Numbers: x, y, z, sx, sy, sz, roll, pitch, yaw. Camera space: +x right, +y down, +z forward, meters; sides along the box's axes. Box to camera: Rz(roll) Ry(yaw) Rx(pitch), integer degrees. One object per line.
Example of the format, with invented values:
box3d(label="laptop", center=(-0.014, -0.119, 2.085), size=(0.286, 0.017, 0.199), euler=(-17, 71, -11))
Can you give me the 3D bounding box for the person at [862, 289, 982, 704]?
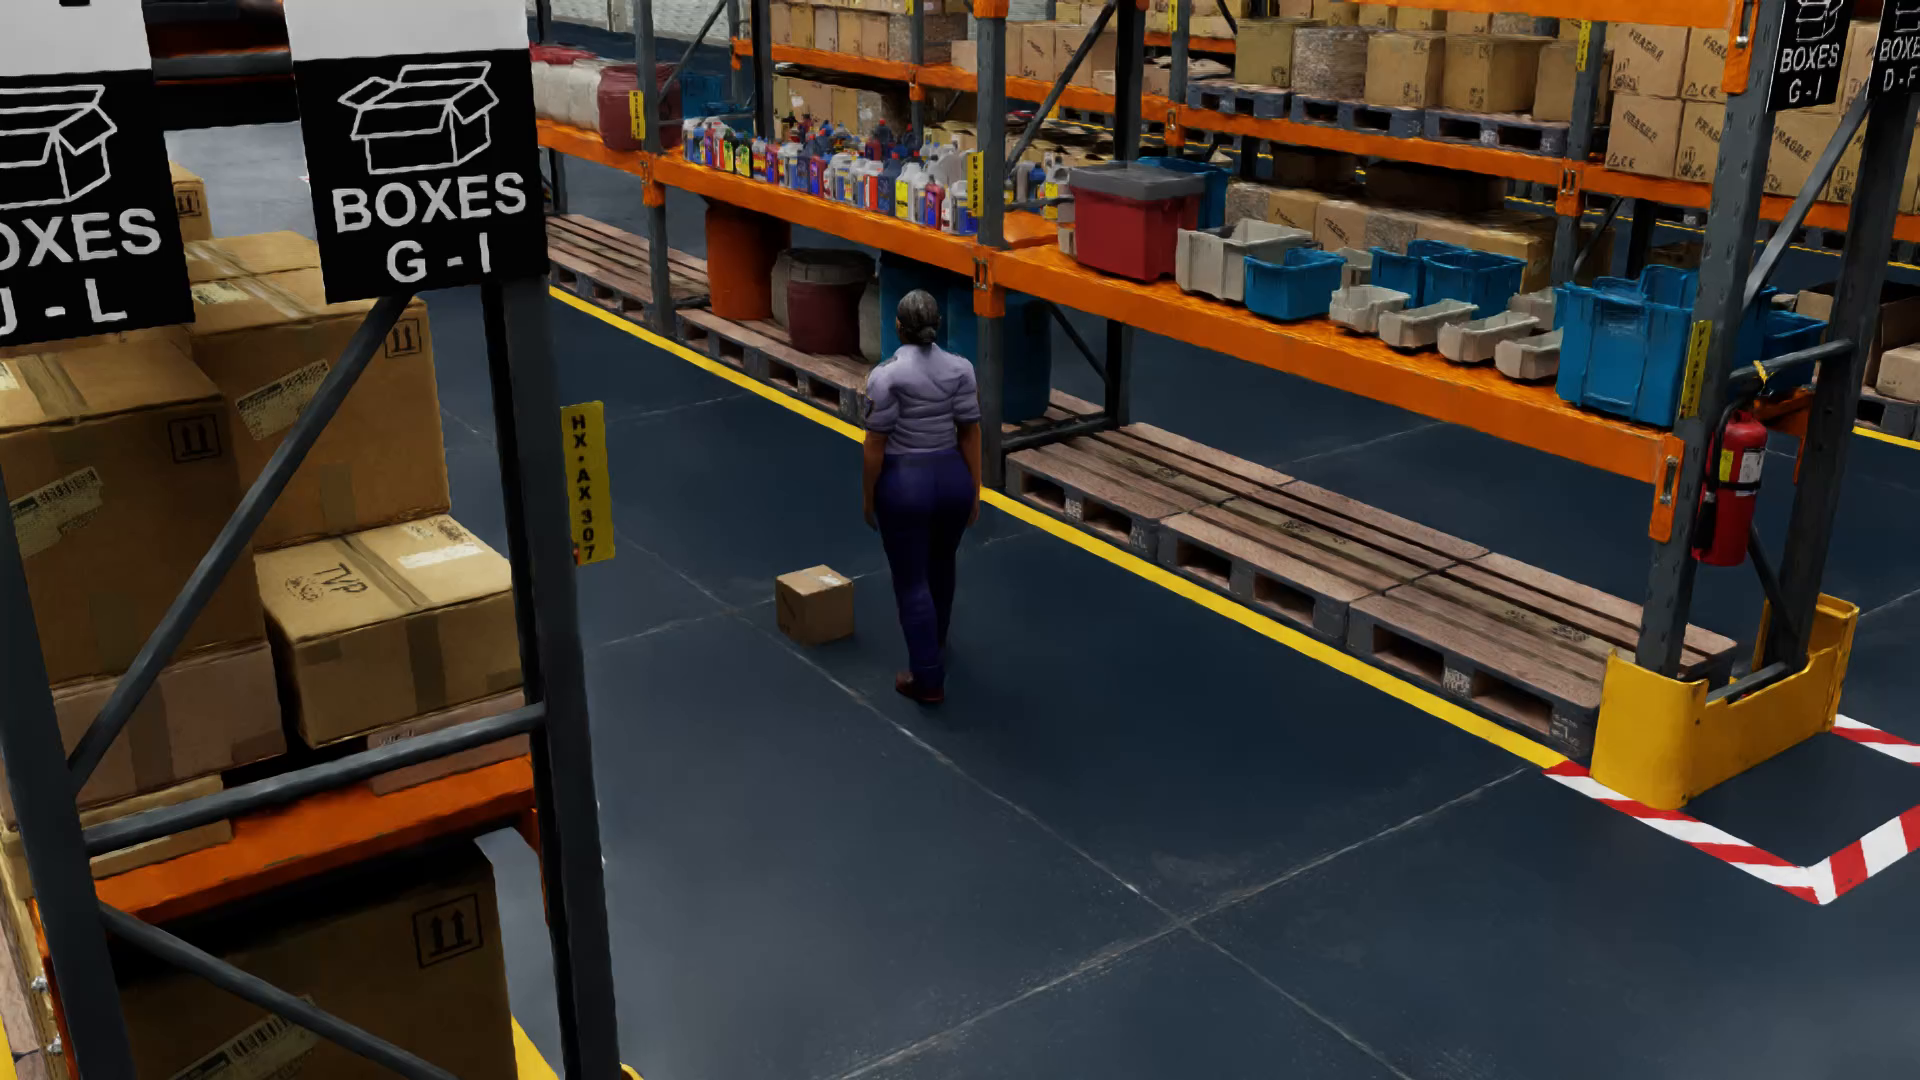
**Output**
box3d(label="person", center=(-0.206, -0.219, 6.653), size=(0.478, 1.634, 0.751), euler=(-11, 24, -26))
